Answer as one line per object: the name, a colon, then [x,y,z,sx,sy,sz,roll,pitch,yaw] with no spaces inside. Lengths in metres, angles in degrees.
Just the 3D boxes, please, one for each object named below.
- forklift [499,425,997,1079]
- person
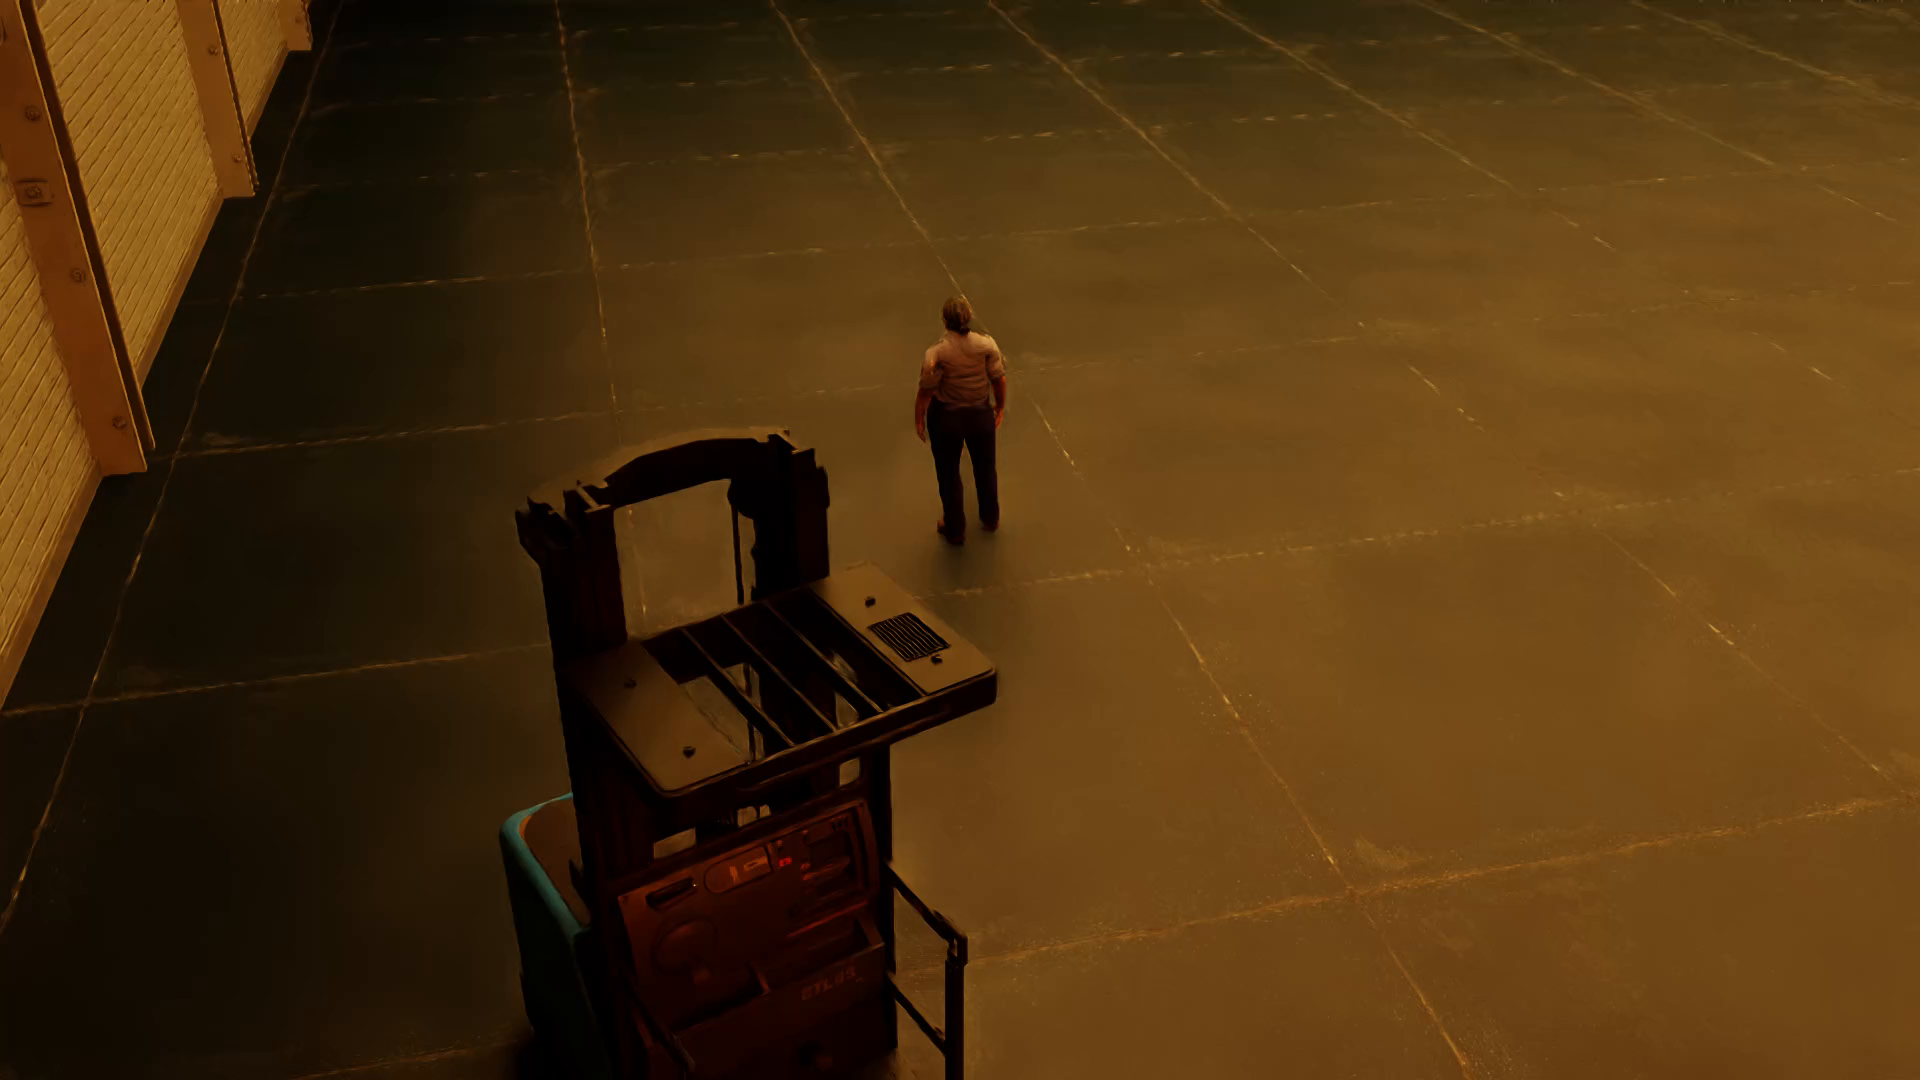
forklift: [-0.579,1.227,5.455,1.130,2.935,3.031,-18,35,-29]
person: [0.001,-0.761,10.167,0.599,1.640,0.502,-7,31,-12]
